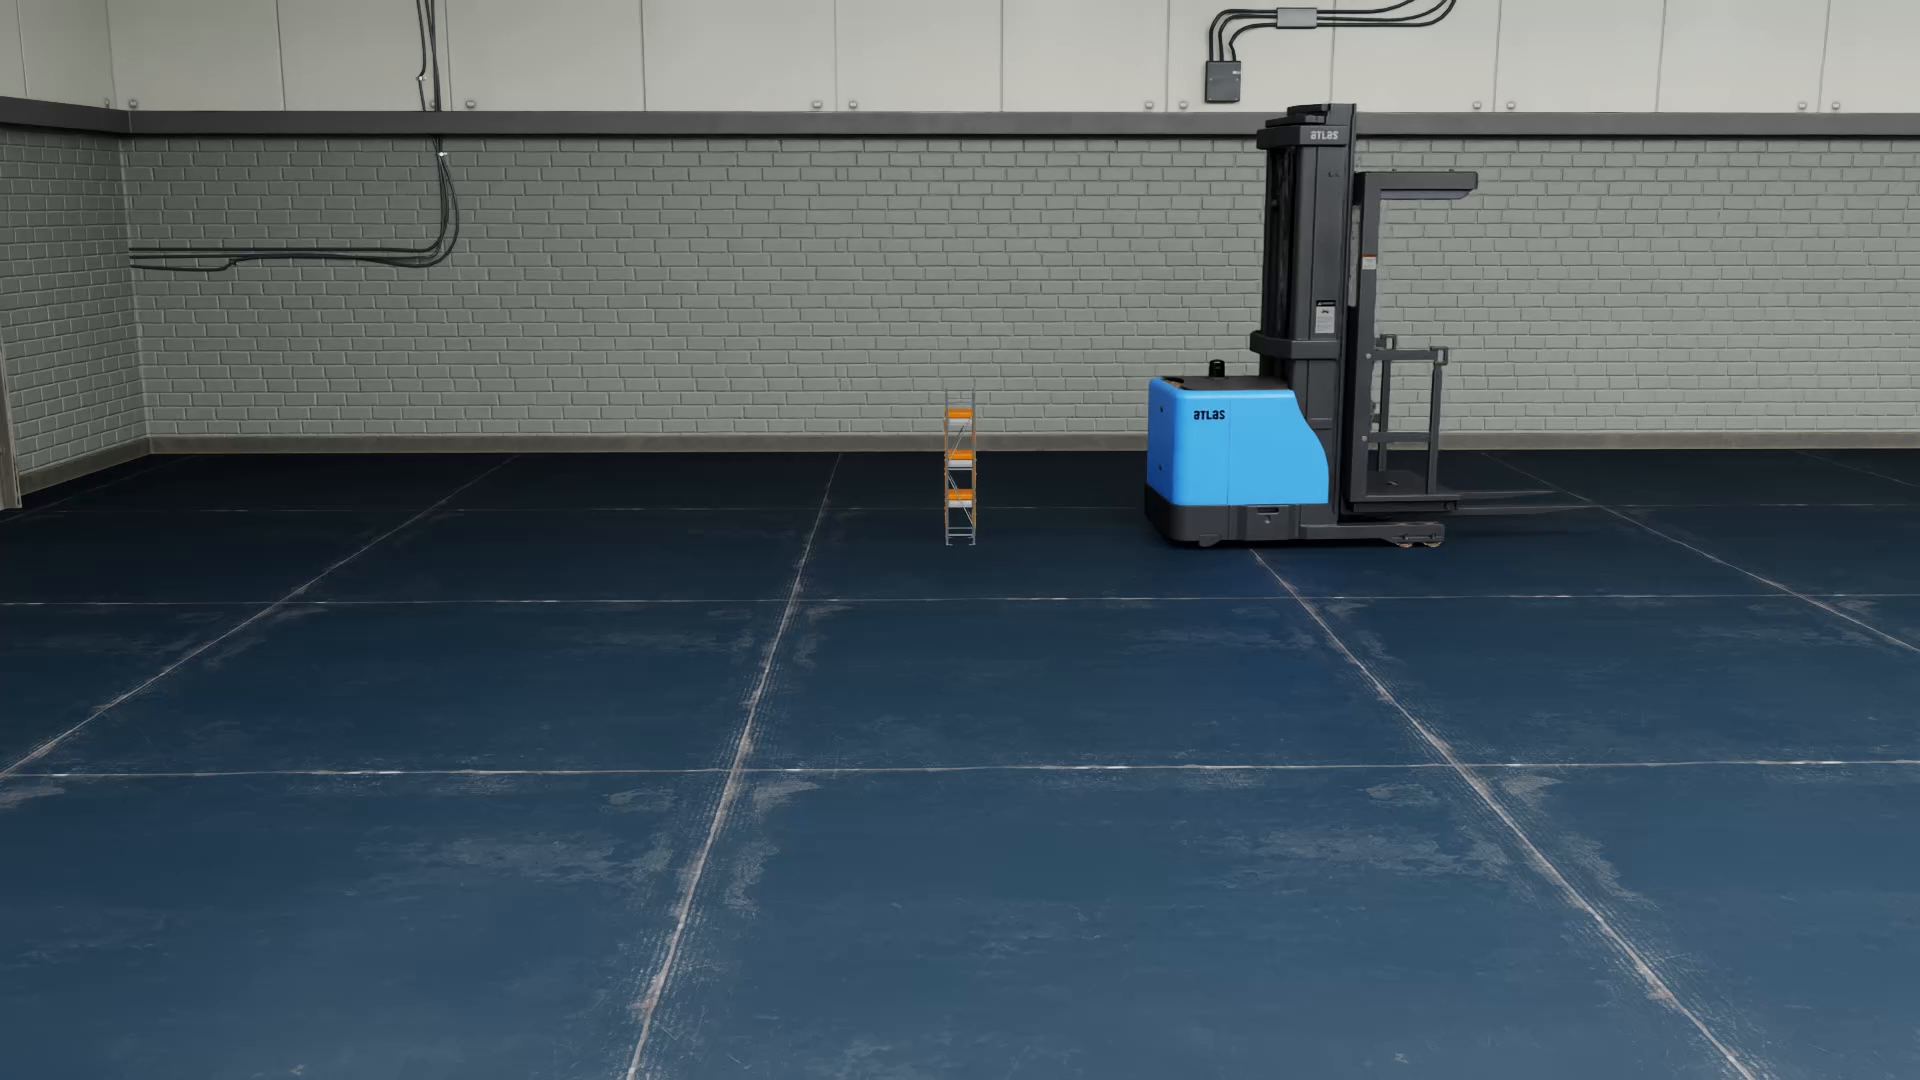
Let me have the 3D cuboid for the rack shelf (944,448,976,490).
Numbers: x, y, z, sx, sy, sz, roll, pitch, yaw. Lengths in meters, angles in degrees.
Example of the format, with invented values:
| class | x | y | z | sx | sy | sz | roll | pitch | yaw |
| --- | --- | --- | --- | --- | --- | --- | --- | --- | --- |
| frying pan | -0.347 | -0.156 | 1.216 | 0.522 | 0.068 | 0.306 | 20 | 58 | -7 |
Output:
| class | x | y | z | sx | sy | sz | roll | pitch | yaw |
| --- | --- | --- | --- | --- | --- | --- | --- | --- | --- |
| rack shelf | 0.001 | -0.494 | 11.404 | 0.215 | 0.259 | 0.240 | 0 | 11 | -1 |

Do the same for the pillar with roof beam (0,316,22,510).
| class | x | y | z | sx | sy | sz | roll | pitch | yaw |
| --- | --- | --- | --- | --- | --- | --- | --- | --- | --- |
| pillar with roof beam | -3.071 | -4.643 | 11.813 | 9.100 | 9.000 | 0.400 | 0 | 11 | -1 |

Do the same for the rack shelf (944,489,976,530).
| class | x | y | z | sx | sy | sz | roll | pitch | yaw |
| --- | --- | --- | --- | --- | --- | --- | --- | --- | --- |
| rack shelf | 0.001 | -0.221 | 11.460 | 0.215 | 0.259 | 0.240 | 0 | 11 | -1 |

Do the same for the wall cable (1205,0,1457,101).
| class | x | y | z | sx | sy | sz | roll | pitch | yaw |
| --- | --- | --- | --- | --- | --- | --- | --- | --- | --- |
| wall cable | 3.378 | -6.919 | 14.478 | 2.305 | 6.003 | 0.169 | 0 | 11 | -1 |

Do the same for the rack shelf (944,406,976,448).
| class | x | y | z | sx | sy | sz | roll | pitch | yaw |
| --- | --- | --- | --- | --- | --- | --- | --- | --- | --- |
| rack shelf | 0.001 | -0.772 | 11.348 | 0.215 | 0.259 | 0.240 | 0 | 11 | -1 |

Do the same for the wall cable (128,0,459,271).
| class | x | y | z | sx | sy | sz | roll | pitch | yaw |
| --- | --- | --- | --- | --- | --- | --- | --- | --- | --- |
| wall cable | -6.114 | -3.695 | 14.948 | 3.097 | 2.526 | 0.112 | 0 | 11 | -1 |

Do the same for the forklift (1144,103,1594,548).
| class | x | y | z | sx | sy | sz | roll | pitch | yaw |
| --- | --- | --- | --- | --- | --- | --- | --- | --- | --- |
| forklift | 2.885 | -1.489 | 11.526 | 3.031 | 2.935 | 1.130 | -1 | 12 | -5 |

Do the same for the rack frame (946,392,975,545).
| class | x | y | z | sx | sy | sz | roll | pitch | yaw |
| --- | --- | --- | --- | --- | --- | --- | --- | --- | --- |
| rack frame | 0.004 | -0.480 | 11.283 | 0.200 | 1.050 | 0.008 | 0 | 11 | -1 |

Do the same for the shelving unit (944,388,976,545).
| class | x | y | z | sx | sy | sz | roll | pitch | yaw |
| --- | --- | --- | --- | --- | --- | --- | --- | --- | --- |
| shelving unit | 0.001 | -0.504 | 11.402 | 0.215 | 1.050 | 0.252 | 0 | 11 | -1 |

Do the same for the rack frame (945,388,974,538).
| class | x | y | z | sx | sy | sz | roll | pitch | yaw |
| --- | --- | --- | --- | --- | --- | --- | --- | --- | --- |
| rack frame | -0.001 | -0.528 | 11.522 | 0.200 | 1.050 | 0.008 | 0 | 11 | -1 |
